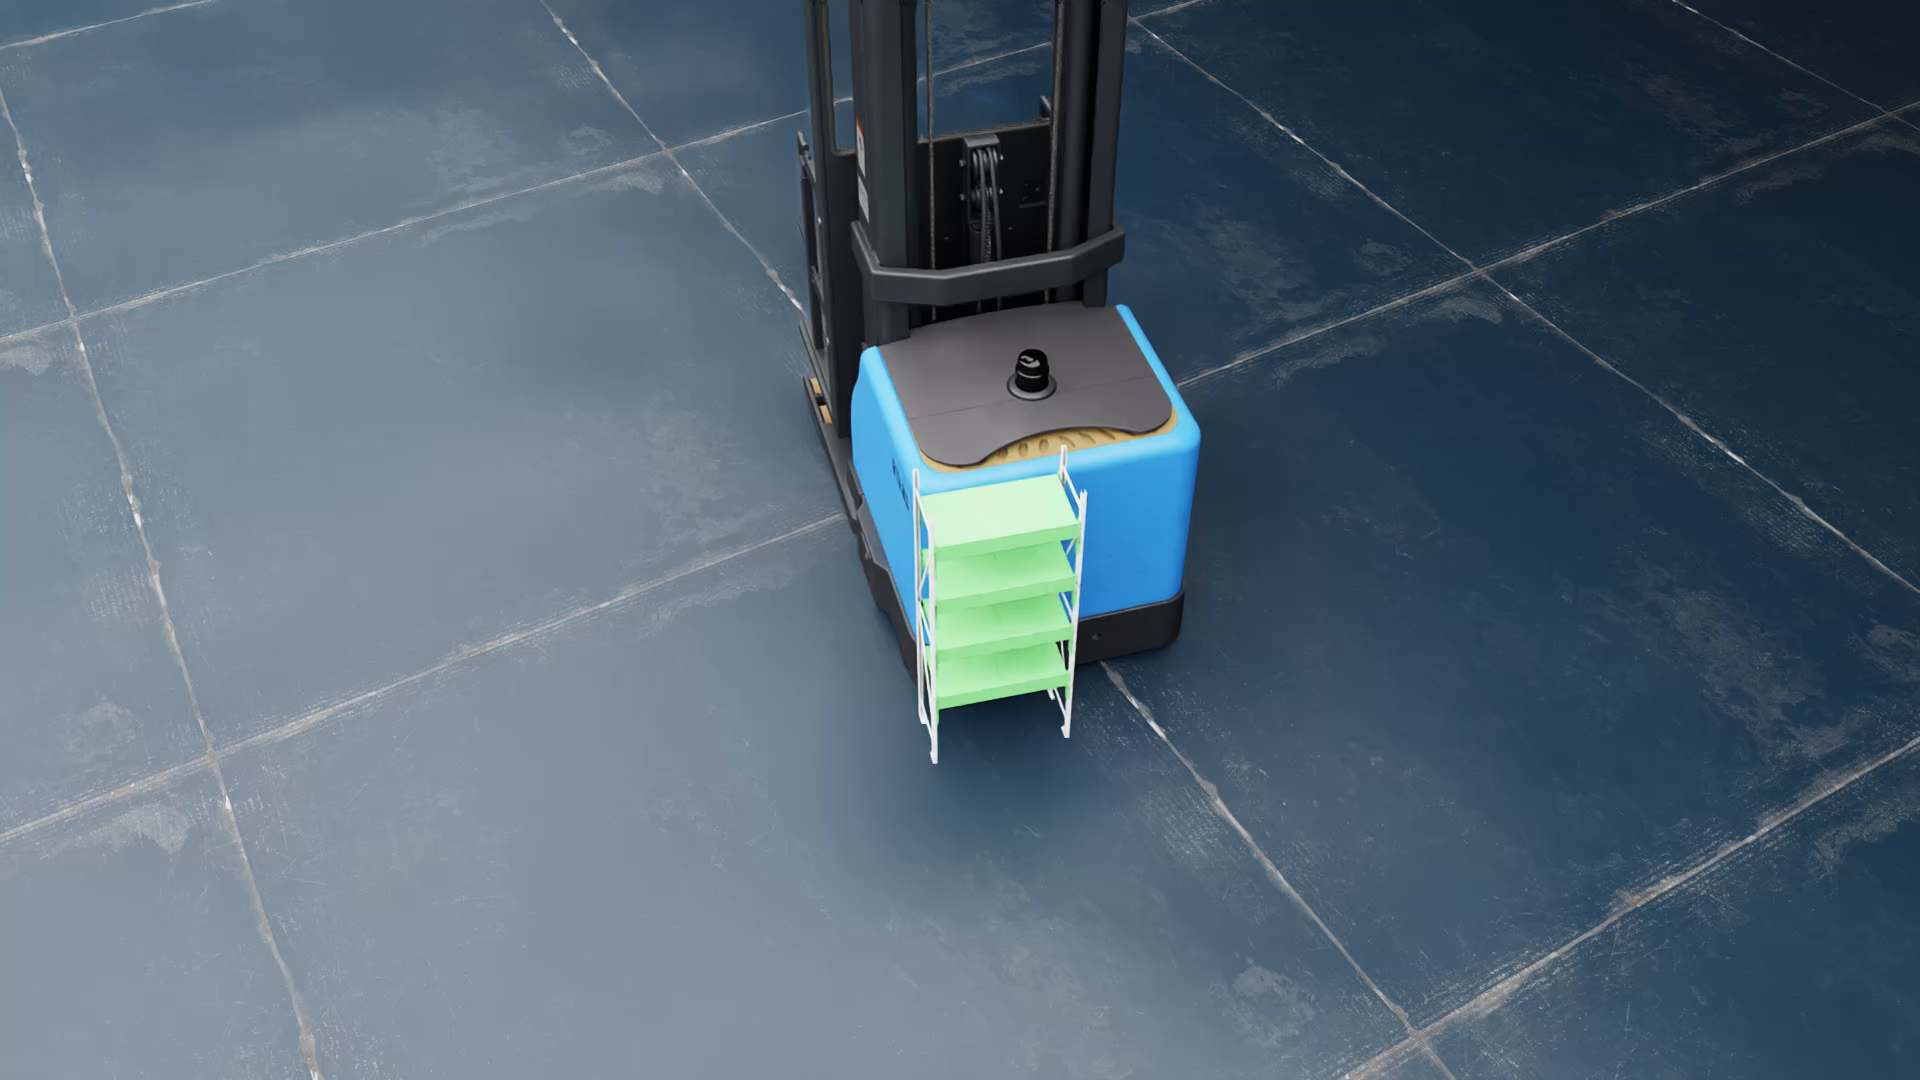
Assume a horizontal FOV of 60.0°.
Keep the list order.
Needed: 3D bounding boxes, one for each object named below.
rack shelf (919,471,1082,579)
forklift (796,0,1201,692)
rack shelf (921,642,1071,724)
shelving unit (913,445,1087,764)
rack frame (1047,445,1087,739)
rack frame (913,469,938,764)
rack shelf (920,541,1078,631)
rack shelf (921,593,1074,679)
[{"bbox_3d":[0.123,-0.051,5.342,0.480,0.148,0.258,-10,45,-10],"label":"rack shelf"},{"bbox_3d":[-0.055,-1.537,6.229,1.130,2.935,3.031,-11,45,-11],"label":"forklift"},{"bbox_3d":[0.122,0.464,5.846,0.480,0.148,0.258,-10,45,-10],"label":"rack shelf"},{"bbox_3d":[0.122,0.247,5.633,0.503,1.200,0.258,-10,45,-10],"label":"shelving unit"},{"bbox_3d":[0.359,0.207,5.675,0.015,1.200,0.240,-10,45,-10],"label":"rack frame"},{"bbox_3d":[-0.115,0.287,5.592,0.015,1.200,0.240,-10,45,-10],"label":"rack frame"},{"bbox_3d":[0.122,0.121,5.510,0.480,0.148,0.258,-10,45,-10],"label":"rack shelf"},{"bbox_3d":[0.122,0.293,5.678,0.480,0.148,0.258,-10,45,-10],"label":"rack shelf"}]
